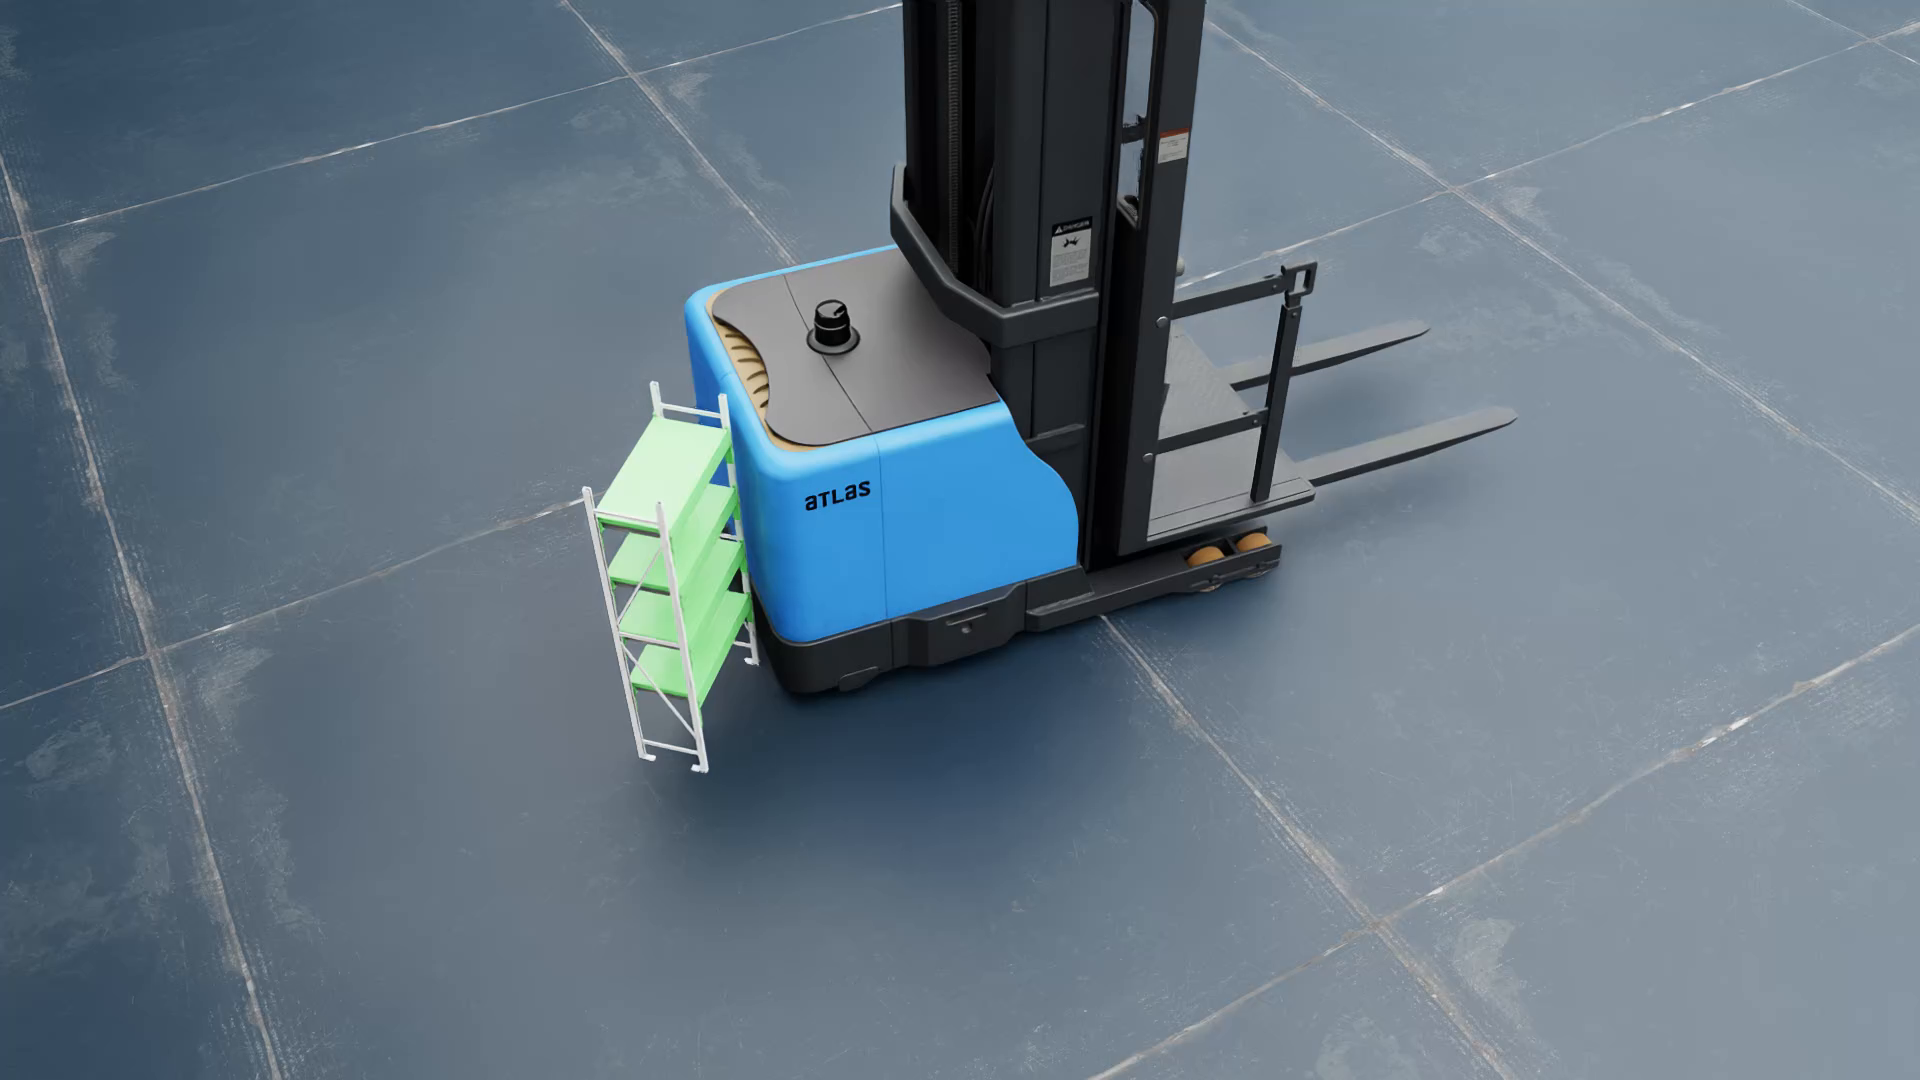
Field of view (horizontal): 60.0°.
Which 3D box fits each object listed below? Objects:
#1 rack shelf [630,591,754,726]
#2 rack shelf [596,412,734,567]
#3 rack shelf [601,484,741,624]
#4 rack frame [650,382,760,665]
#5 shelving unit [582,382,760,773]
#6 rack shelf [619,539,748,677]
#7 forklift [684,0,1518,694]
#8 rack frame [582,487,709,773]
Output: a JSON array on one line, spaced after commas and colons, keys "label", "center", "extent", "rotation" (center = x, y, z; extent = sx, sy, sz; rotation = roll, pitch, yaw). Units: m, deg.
[{"label": "rack shelf", "center": [-0.881, 0.361, 5.453], "extent": [0.258, 0.148, 0.480], "rotation": [11, 45, 11]}, {"label": "rack shelf", "center": [-0.881, -0.156, 4.952], "extent": [0.258, 0.148, 0.480], "rotation": [11, 45, 11]}, {"label": "rack shelf", "center": [-0.881, 0.016, 5.119], "extent": [0.258, 0.148, 0.480], "rotation": [11, 45, 11]}, {"label": "rack frame", "center": [-0.817, -0.021, 5.410], "extent": [0.240, 1.200, 0.015], "rotation": [11, 45, 11]}, {"label": "shelving unit", "center": [-0.881, 0.143, 5.242], "extent": [0.258, 1.200, 0.503], "rotation": [11, 45, 11]}, {"label": "rack shelf", "center": [-0.881, 0.188, 5.286], "extent": [0.258, 0.148, 0.480], "rotation": [11, 45, 11]}, {"label": "forklift", "center": [0.630, -1.191, 5.372], "extent": [3.031, 2.935, 1.130], "rotation": [-16, 46, -16]}, {"label": "rack frame", "center": [-0.945, 0.307, 5.073], "extent": [0.240, 1.200, 0.015], "rotation": [11, 45, 11]}]
